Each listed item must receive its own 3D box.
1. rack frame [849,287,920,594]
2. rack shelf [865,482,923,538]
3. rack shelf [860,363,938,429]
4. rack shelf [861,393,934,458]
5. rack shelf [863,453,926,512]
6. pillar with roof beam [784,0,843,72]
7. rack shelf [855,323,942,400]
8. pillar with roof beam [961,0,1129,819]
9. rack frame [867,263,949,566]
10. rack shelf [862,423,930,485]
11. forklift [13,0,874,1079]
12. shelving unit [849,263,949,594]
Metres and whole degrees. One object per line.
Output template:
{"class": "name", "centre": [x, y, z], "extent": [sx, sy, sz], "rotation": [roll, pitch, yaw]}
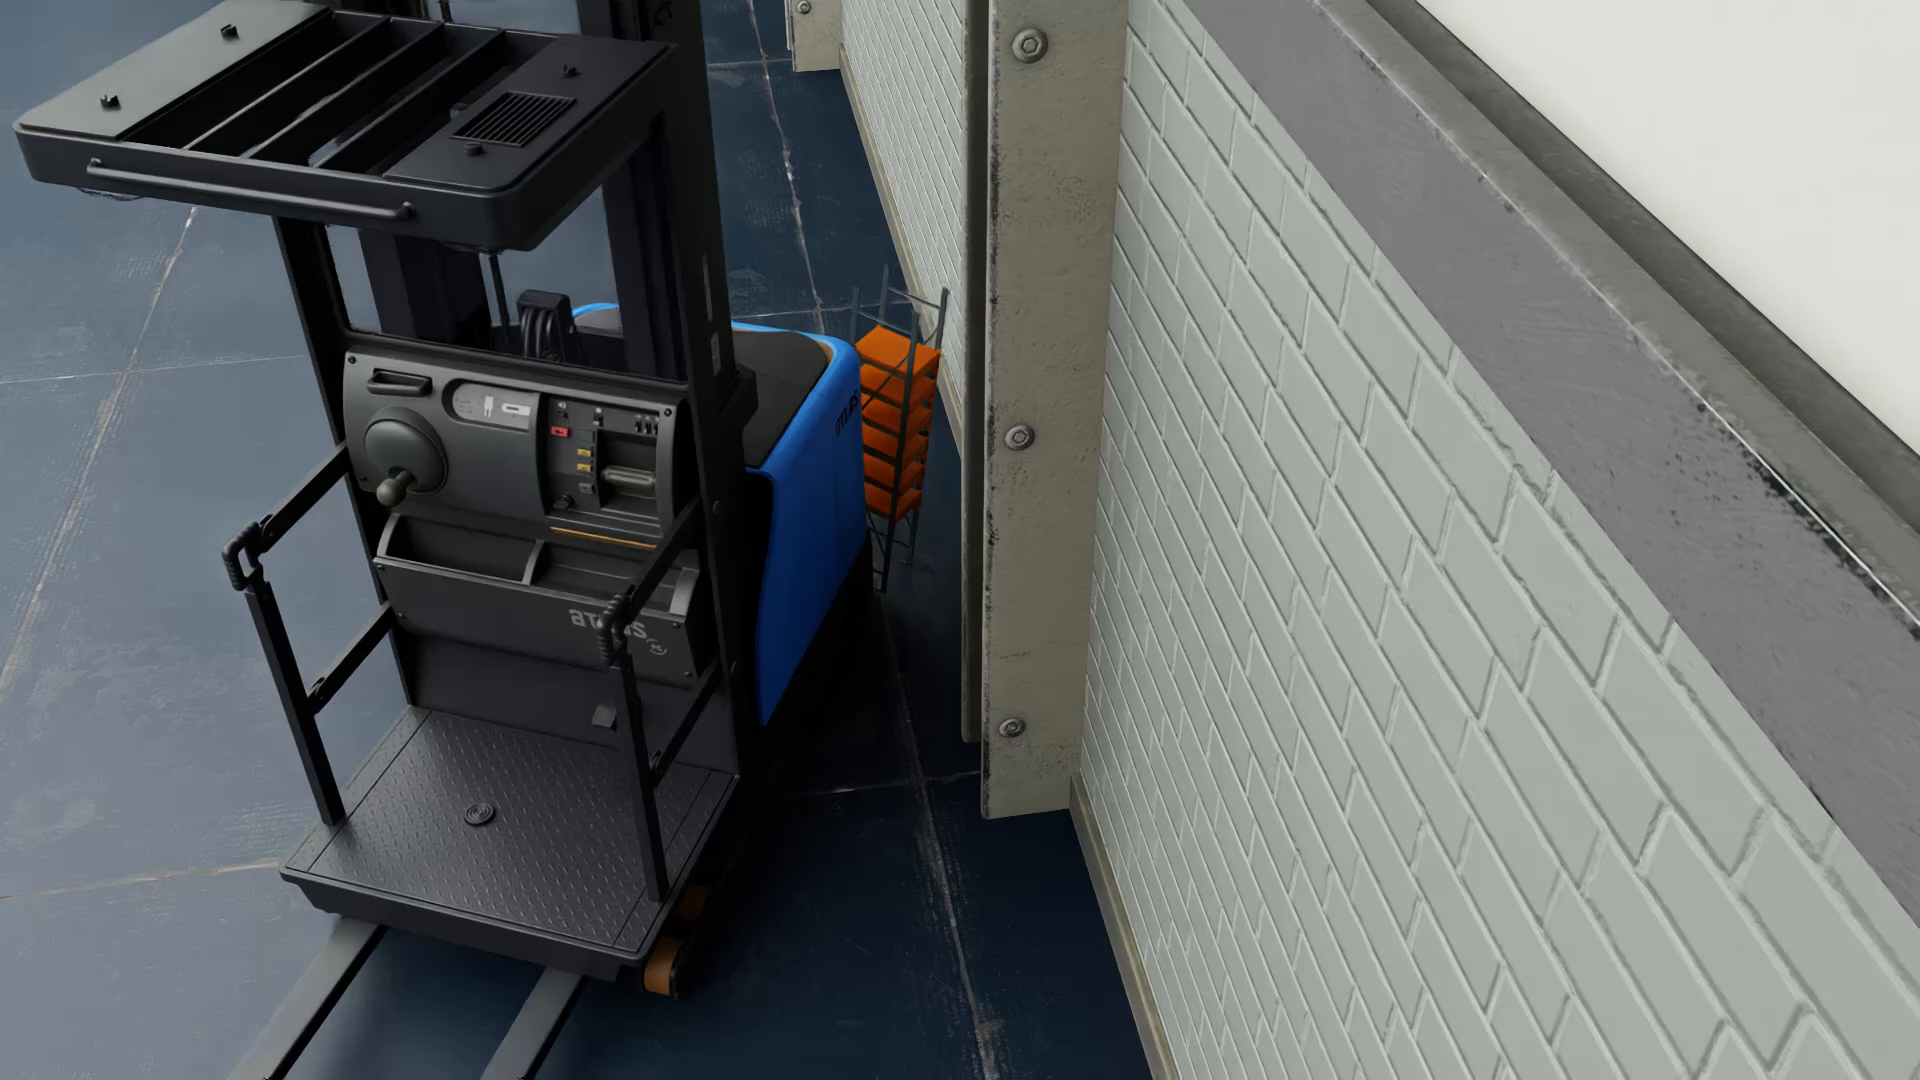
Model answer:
{"class": "rack frame", "centre": [-0.301, -0.306, 5.640], "extent": [0.240, 1.200, 0.006], "rotation": [25, 43, 18]}
{"class": "rack shelf", "centre": [-0.290, -0.140, 5.888], "extent": [0.258, 0.103, 0.180], "rotation": [25, 43, 18]}
{"class": "rack shelf", "centre": [-0.233, -0.501, 5.577], "extent": [0.258, 0.103, 0.180], "rotation": [25, 43, 18]}
{"class": "rack shelf", "centre": [-0.247, -0.411, 5.655], "extent": [0.258, 0.103, 0.180], "rotation": [25, 43, 18]}
{"class": "rack shelf", "centre": [-0.276, -0.230, 5.810], "extent": [0.258, 0.103, 0.180], "rotation": [25, 43, 18]}
{"class": "pillar with roof beam", "centre": [-5.101, -5.988, 6.622], "extent": [9.100, 9.000, 0.400], "rotation": [-6, 38, -8]}
{"class": "rack shelf", "centre": [-0.219, -0.591, 5.499], "extent": [0.258, 0.103, 0.180], "rotation": [25, 43, 18]}
{"class": "pillar with roof beam", "centre": [-4.049, -2.364, 1.957], "extent": [9.100, 9.000, 0.400], "rotation": [-6, 38, -8]}
{"class": "rack frame", "centre": [-0.212, -0.402, 5.767], "extent": [0.240, 1.200, 0.006], "rotation": [25, 43, 18]}
{"class": "rack shelf", "centre": [-0.261, -0.321, 5.732], "extent": [0.258, 0.103, 0.180], "rotation": [25, 43, 18]}
{"class": "forklift", "centre": [-1.206, -0.166, 4.075], "extent": [1.130, 2.935, 3.031], "rotation": [10, 39, 13]}
{"class": "shelving unit", "centre": [-0.256, -0.354, 5.704], "extent": [0.258, 1.200, 0.189], "rotation": [25, 43, 18]}
